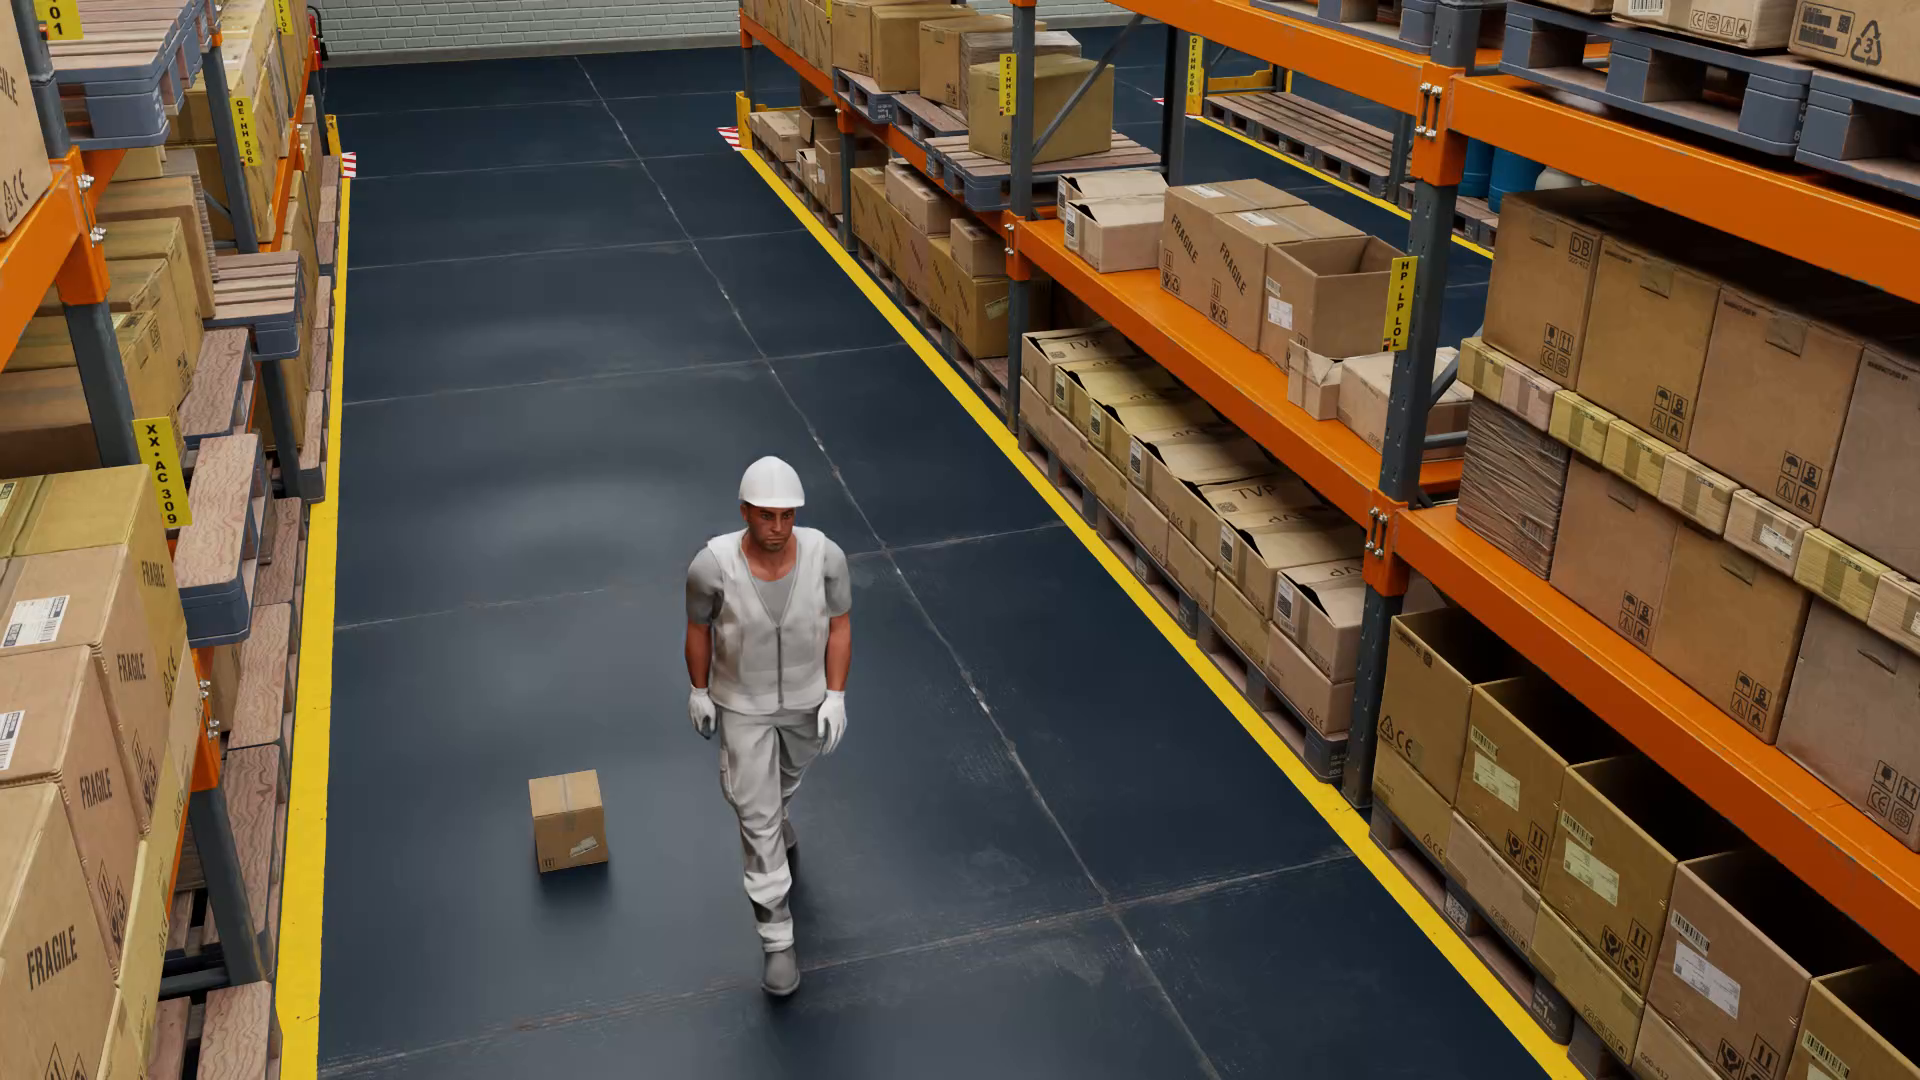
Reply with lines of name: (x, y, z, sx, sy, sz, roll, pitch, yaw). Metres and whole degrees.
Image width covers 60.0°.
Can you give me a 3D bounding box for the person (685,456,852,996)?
person: (-0.613, 0.522, 5.519, 0.543, 1.749, 1.043, -10, 28, -19)
